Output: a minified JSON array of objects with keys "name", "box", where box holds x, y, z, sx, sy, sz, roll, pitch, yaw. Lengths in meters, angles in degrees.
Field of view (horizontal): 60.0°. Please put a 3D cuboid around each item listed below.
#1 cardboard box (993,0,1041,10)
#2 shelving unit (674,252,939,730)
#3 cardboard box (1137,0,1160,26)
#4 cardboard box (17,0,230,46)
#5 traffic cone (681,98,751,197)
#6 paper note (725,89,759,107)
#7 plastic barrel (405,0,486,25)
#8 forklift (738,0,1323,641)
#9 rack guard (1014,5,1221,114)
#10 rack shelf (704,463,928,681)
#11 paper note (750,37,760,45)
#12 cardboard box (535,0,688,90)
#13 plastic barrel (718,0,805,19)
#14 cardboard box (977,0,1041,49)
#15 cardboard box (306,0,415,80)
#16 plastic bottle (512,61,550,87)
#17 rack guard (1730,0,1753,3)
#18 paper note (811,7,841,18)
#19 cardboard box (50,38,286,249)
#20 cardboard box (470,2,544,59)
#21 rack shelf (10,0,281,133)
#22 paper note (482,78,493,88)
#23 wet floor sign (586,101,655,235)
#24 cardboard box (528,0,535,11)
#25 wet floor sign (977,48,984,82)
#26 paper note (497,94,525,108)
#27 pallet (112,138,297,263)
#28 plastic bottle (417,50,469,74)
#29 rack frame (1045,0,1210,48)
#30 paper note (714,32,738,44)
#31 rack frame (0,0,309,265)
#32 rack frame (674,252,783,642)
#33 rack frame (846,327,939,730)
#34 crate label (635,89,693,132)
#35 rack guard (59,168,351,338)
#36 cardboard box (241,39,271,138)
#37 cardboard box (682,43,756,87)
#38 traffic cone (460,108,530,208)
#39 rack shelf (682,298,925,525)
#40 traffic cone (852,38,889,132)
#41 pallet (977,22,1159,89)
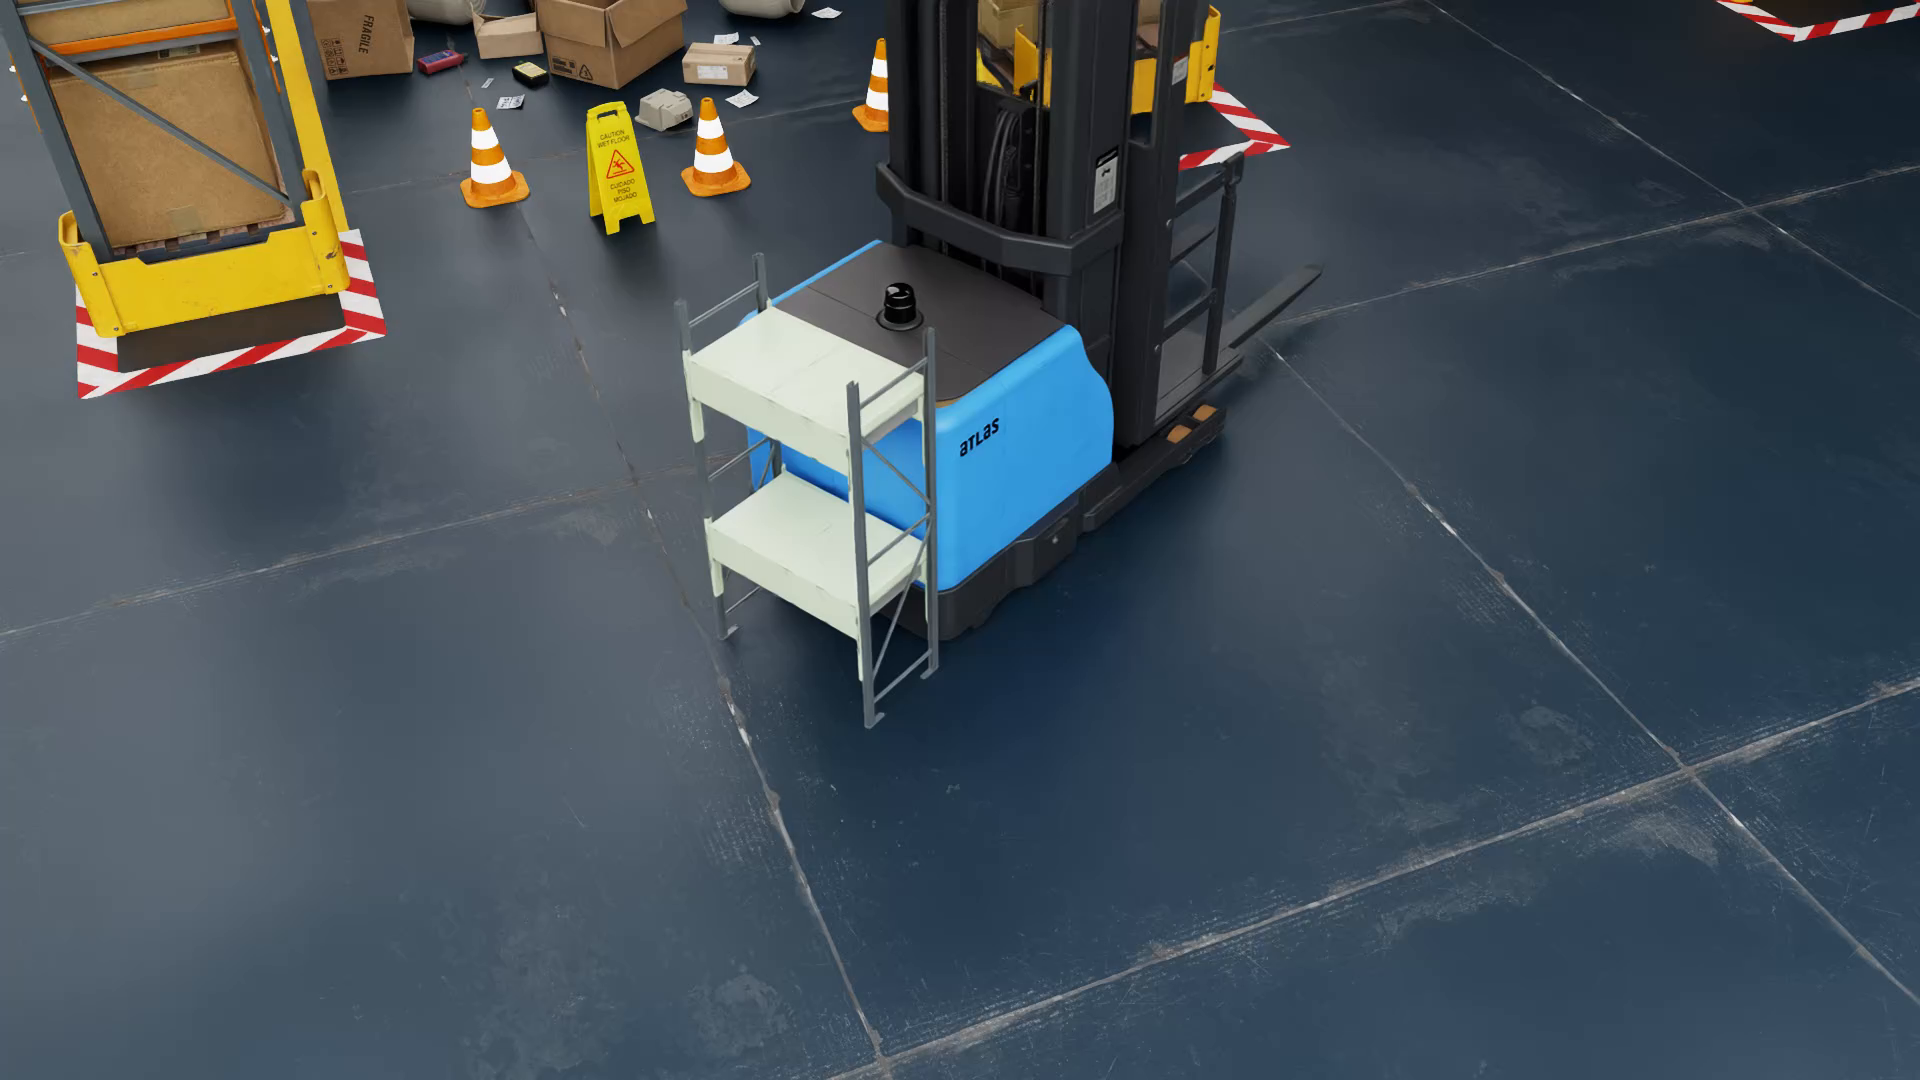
[{"name":"cardboard box","box":[0.380,-3.458,9.682,0.500,0.500,0.500,-15,43,-17]},{"name":"shelving unit","box":[-0.499,-0.143,5.765,0.755,1.500,0.431,27,48,28]},{"name":"cardboard box","box":[0.874,-3.311,10.087,0.500,0.250,0.500,-15,43,-17]},{"name":"cardboard box","box":[-3.791,-2.613,7.373,0.875,0.550,0.550,-15,43,-17]},{"name":"traffic cone","box":[-1.324,-2.133,8.876,0.336,0.463,0.334,-15,43,-17]},{"name":"paper note","box":[-1.273,-2.587,9.734,0.148,0.019,0.142,-31,49,-31]},{"name":"plastic barrel","box":[-3.286,-3.476,10.467,0.512,0.421,0.421,12,42,13]},{"name":"forklift","box":[0.503,-1.626,6.393,1.130,2.935,3.031,29,48,29]},{"name":"rack guard","box":[0.899,-2.737,9.550,1.175,0.500,0.348,-15,43,-17]},{"name":"rack shelf","box":[-0.499,0.105,5.978,0.720,0.370,0.431,27,48,28]},{"name":"paper note","box":[-1.275,-3.111,10.360,0.032,0.001,0.123,-15,43,-17]},{"name":"cardboard box","box":[-2.084,-3.119,9.992,0.637,0.503,0.797,19,44,20]},{"name":"plastic barrel","box":[-1.261,-3.529,10.529,0.512,0.421,0.421,12,42,13]},{"name":"cardboard box","box":[0.361,-3.190,9.946,0.500,0.250,0.500,-15,43,-17]},{"name":"cardboard box","box":[-3.595,-3.127,10.001,0.500,0.500,0.500,-8,41,-9]},{"name":"plastic bottle","box":[-2.589,-2.799,9.958,0.133,0.061,0.283,-31,49,-31]},{"name":"rack guard","box":[5.521,-3.918,10.922,1.175,0.500,0.348,-15,43,-17]},{"name":"paper note","box":[-0.852,-3.382,10.659,0.142,0.019,0.148,-31,49,-31]},{"name":"cardboard box","box":[-3.928,-2.089,8.187,0.875,0.875,0.875,-15,43,-17]},{"name":"cardboard box","box":[-2.778,-3.141,10.199,0.396,0.266,0.258,-8,41,-9]},{"name":"rack shelf","box":[-4.372,-3.276,8.810,1.077,0.370,4.000,-15,43,-17]},{"name":"paper note","box":[-2.815,-2.723,9.909,0.032,0.001,0.123,5,41,6]},{"name":"wet floor sign","box":[-1.767,-1.928,8.497,0.267,0.644,0.232,-23,46,-24]},{"name":"cardboard box","box":[-2.449,-3.732,10.600,0.797,0.637,0.503,-15,43,-17]},{"name":"wet floor sign","box":[0.012,-2.365,9.006,0.267,0.644,0.232,-2,41,-2]},{"name":"paper note","box":[-2.622,-2.560,9.705,0.144,0.017,0.142,-2,41,-2]},{"name":"pallet","box":[-3.985,-1.748,8.621,1.003,0.211,1.213,-15,43,-17]},{"name":"plastic bottle","box":[-3.134,-2.910,10.087,0.283,0.061,0.133,-31,49,-31]},{"name":"rack frame","box":[0.928,-3.639,8.682,1.000,3.000,0.127,-15,43,-17]},{"name":"paper note","box":[-1.460,-3.131,10.377,0.148,0.019,0.142,-2,41,-2]},{"name":"rack frame","box":[-3.607,-2.344,7.175,1.000,3.000,0.127,-15,43,-17]},{"name":"rack frame","box":[-0.787,-0.290,5.937,0.023,1.500,0.400,27,48,28]},{"name":"rack frame","box":[-0.211,0.005,5.594,0.023,1.500,0.400,27,48,28]},{"name":"crate label","box":[-1.682,-2.468,9.515,0.298,0.136,0.250,27,47,27]},{"name":"rack guard","box":[-3.598,-1.381,7.973,1.175,0.500,0.348,-15,43,-17]},{"name":"cardboard box","box":[-4.266,-2.619,8.802,0.875,0.875,0.875,-16,43,-18]},{"name":"cardboard box","box":[-1.440,-2.844,9.943,0.380,0.149,0.250,5,41,6]},{"name":"traffic cone","box":[-2.498,-2.056,8.786,0.336,0.463,0.334,-15,43,-17]},{"name":"rack shelf","box":[-0.499,-0.438,5.511,0.720,0.370,0.431,27,48,28]},{"name":"traffic cone","box":[-0.429,-2.615,9.436,0.336,0.463,0.334,-15,43,-17]},{"name":"pallet","box":[0.620,-3.126,10.223,1.003,0.211,1.213,-15,43,-17]}]
